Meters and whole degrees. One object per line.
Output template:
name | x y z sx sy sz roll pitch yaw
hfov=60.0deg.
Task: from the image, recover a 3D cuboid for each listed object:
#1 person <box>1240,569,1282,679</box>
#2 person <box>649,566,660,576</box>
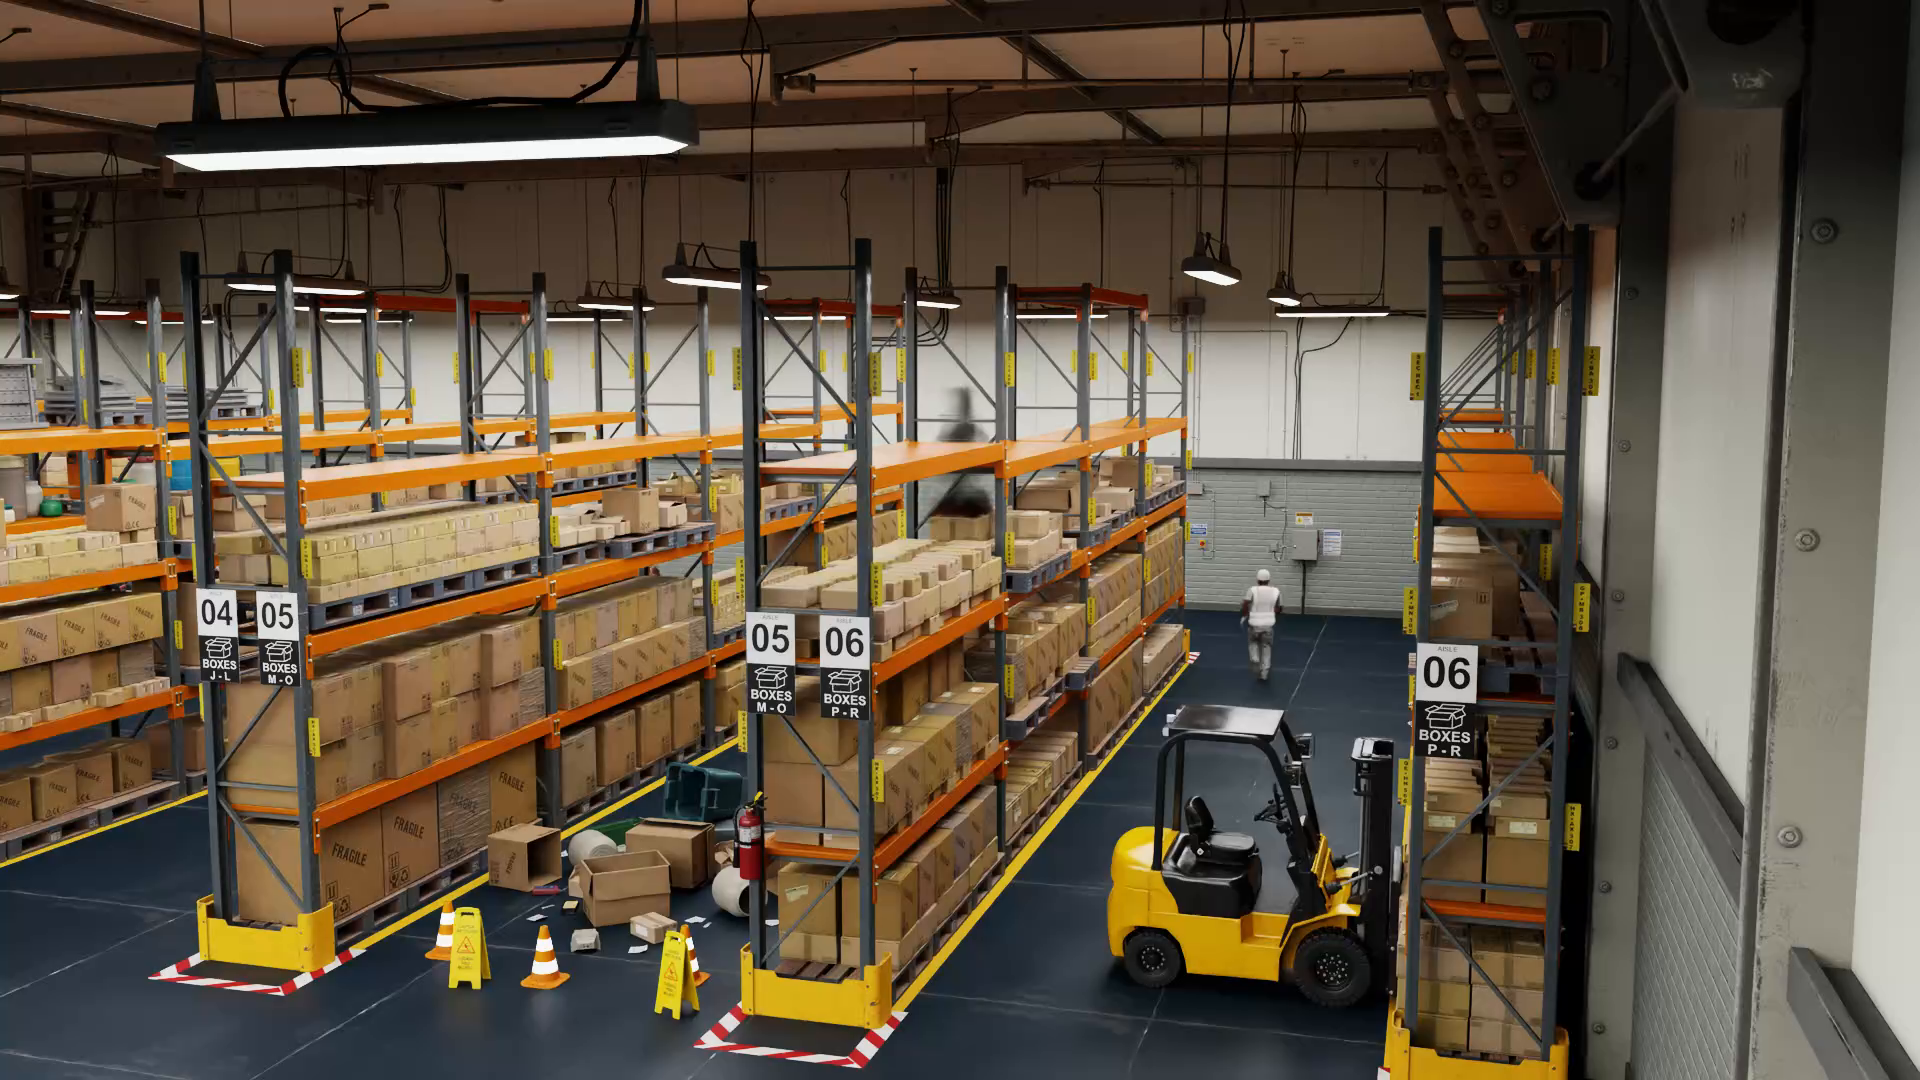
person | 4.802 1.322 26.587 0.677 1.731 0.671 0 6 0
person | -5.183 1.223 28.136 0.544 1.573 0.871 1 7 12
